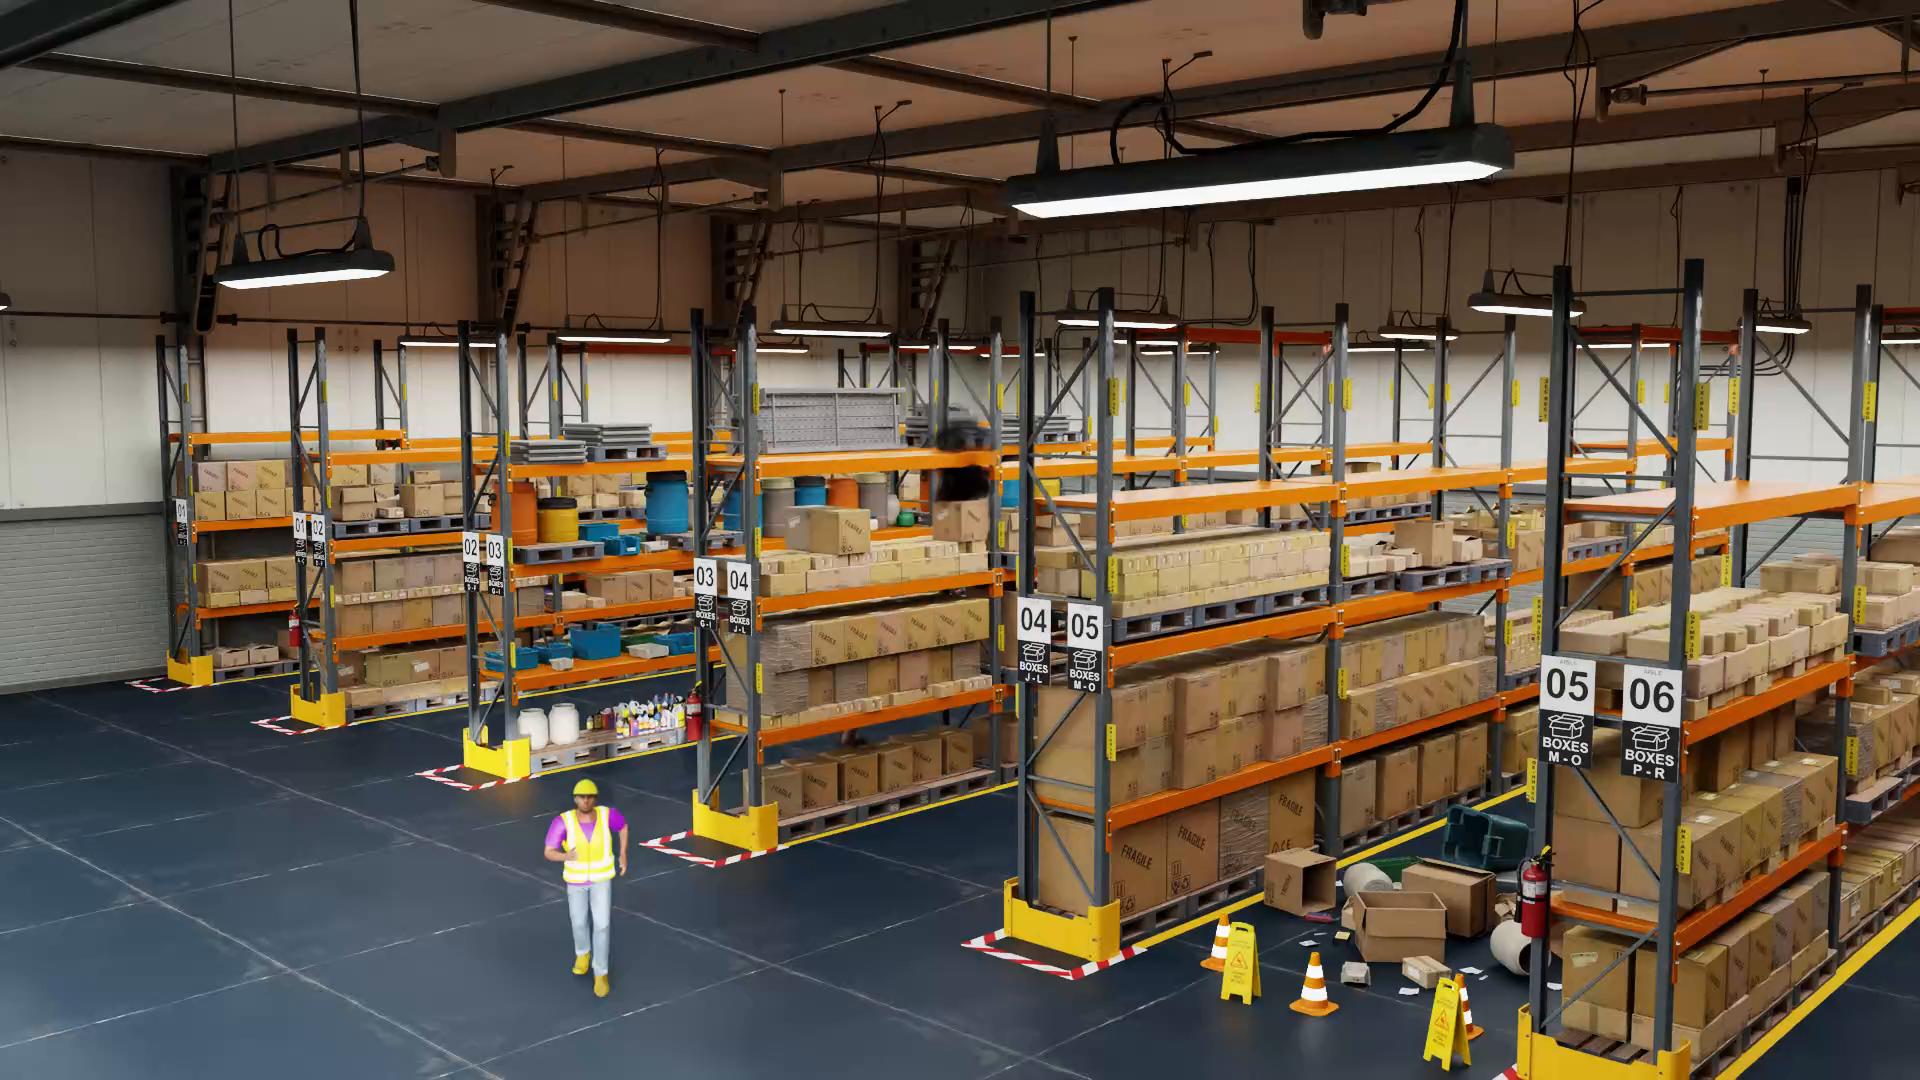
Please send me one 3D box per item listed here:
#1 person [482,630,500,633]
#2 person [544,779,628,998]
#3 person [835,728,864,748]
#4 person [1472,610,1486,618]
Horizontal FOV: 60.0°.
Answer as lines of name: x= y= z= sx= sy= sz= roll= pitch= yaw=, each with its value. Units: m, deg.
person: x=-8.373 y=1.556 z=29.665 sx=0.547 sy=1.718 sz=0.759 roll=3 pitch=6 yaw=30
person: x=-3.199 y=2.946 z=14.260 sx=0.700 sy=1.840 sz=0.799 roll=-1 pitch=5 yaw=-11
person: x=-1.419 y=2.260 z=22.156 sx=0.647 sy=1.675 sz=0.637 roll=4 pitch=7 yaw=35
person: x=7.844 y=1.924 z=25.217 sx=0.618 sy=1.735 sz=0.662 roll=-5 pitch=7 yaw=-42
